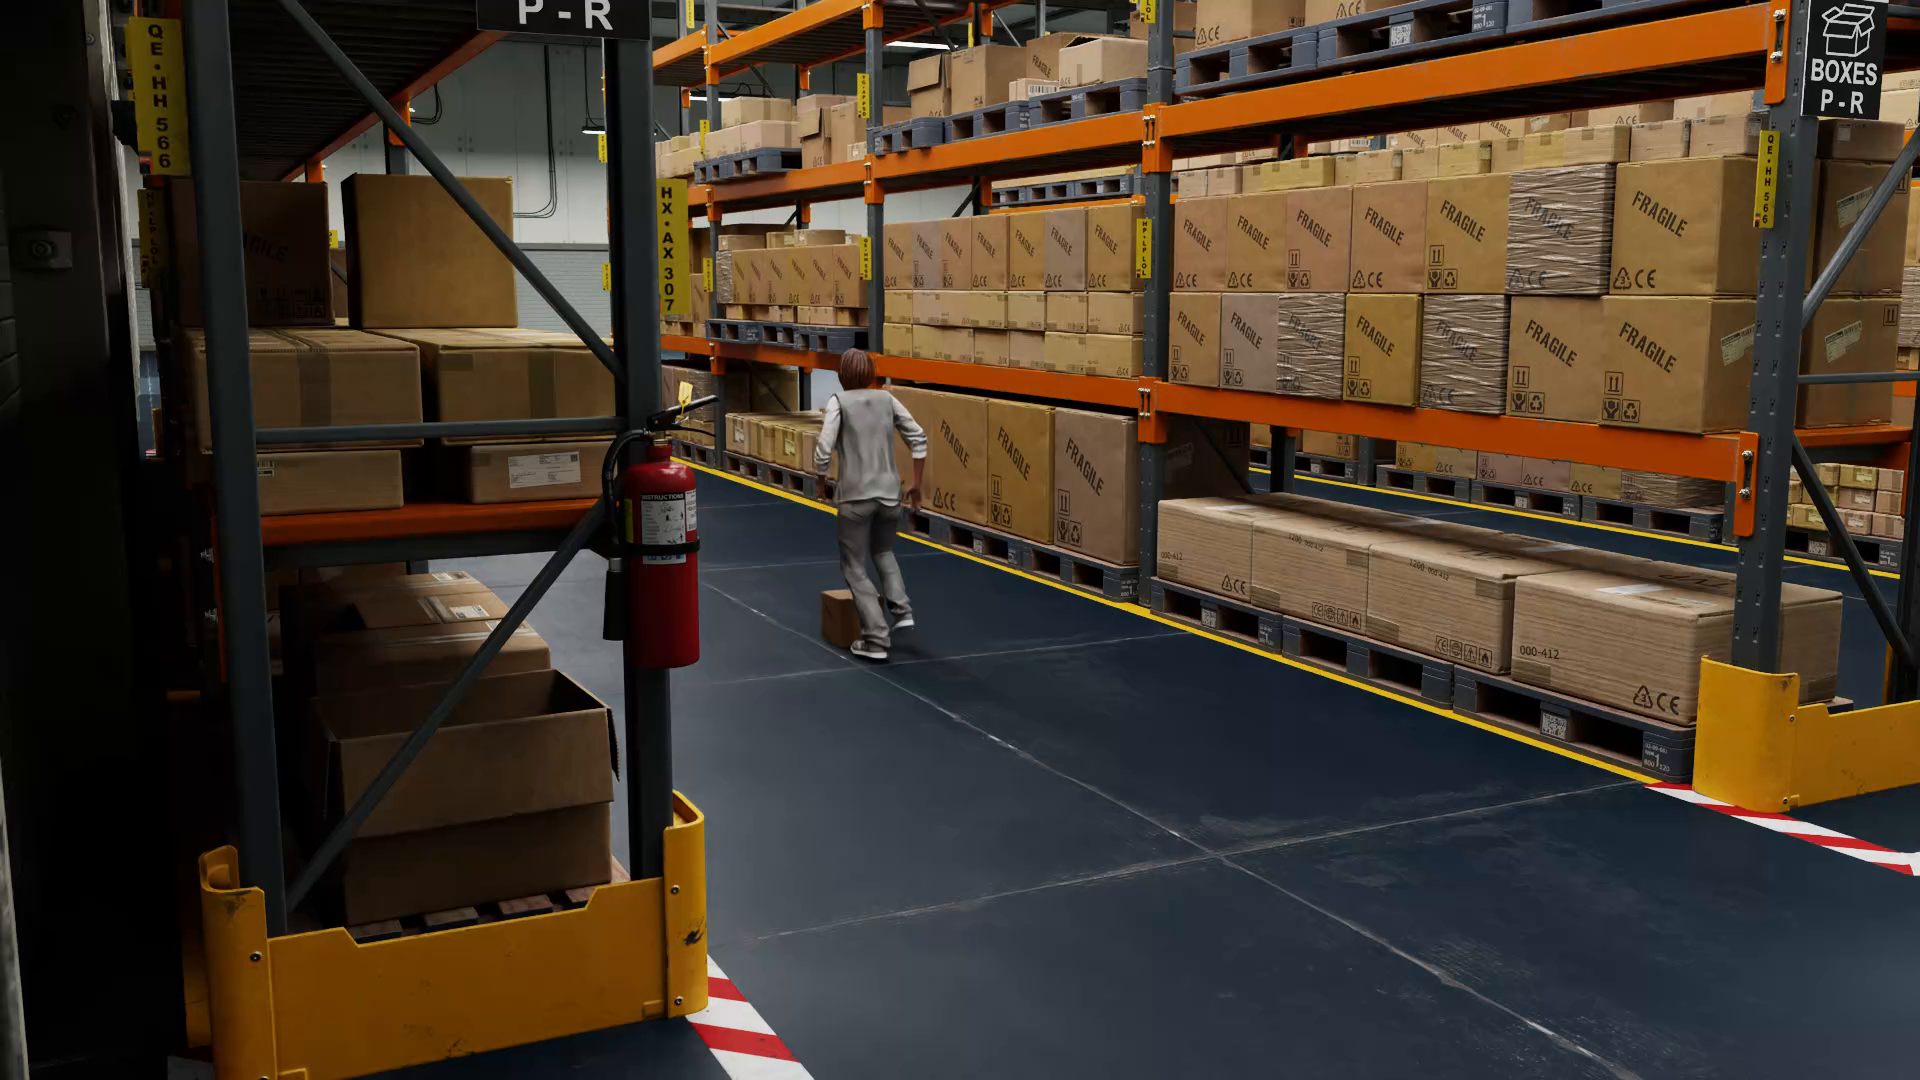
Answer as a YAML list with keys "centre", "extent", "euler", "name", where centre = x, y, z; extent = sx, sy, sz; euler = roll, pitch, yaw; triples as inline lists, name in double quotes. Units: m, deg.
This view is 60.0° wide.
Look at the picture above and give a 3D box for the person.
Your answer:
- centre: [-0.441, -0.198, 8.377]
  extent: [0.566, 1.524, 0.604]
  euler: [-5, 10, -30]
  name: "person"
